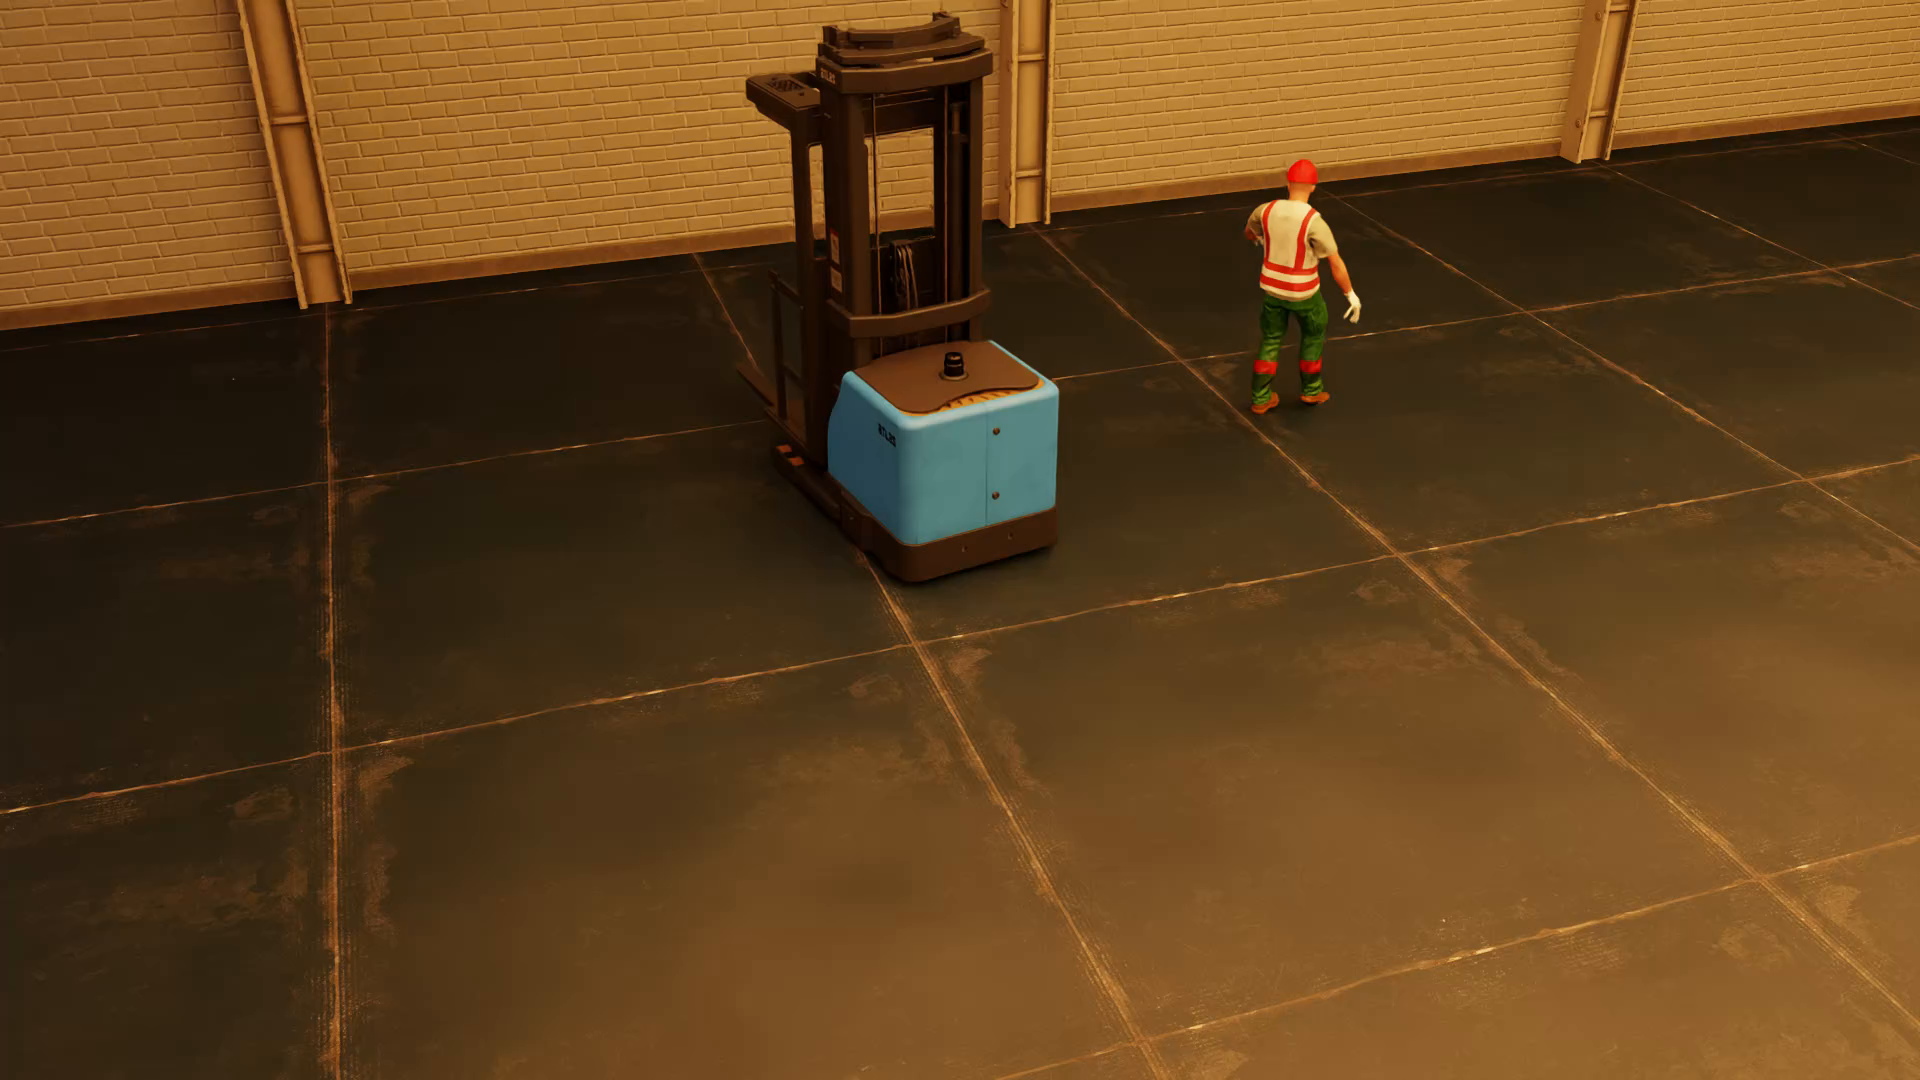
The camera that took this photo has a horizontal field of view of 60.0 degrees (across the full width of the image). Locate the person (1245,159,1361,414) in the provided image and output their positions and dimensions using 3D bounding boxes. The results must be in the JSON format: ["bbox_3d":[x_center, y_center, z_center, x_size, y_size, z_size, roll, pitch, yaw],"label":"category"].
[{"bbox_3d":[2.318,-1.710,11.275,1.026,1.796,0.650,24,37,35],"label":"person"}]

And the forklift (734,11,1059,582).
[{"bbox_3d":[-0.573,-1.736,10.105,1.130,2.935,3.031,-15,33,-25],"label":"forklift"}]
